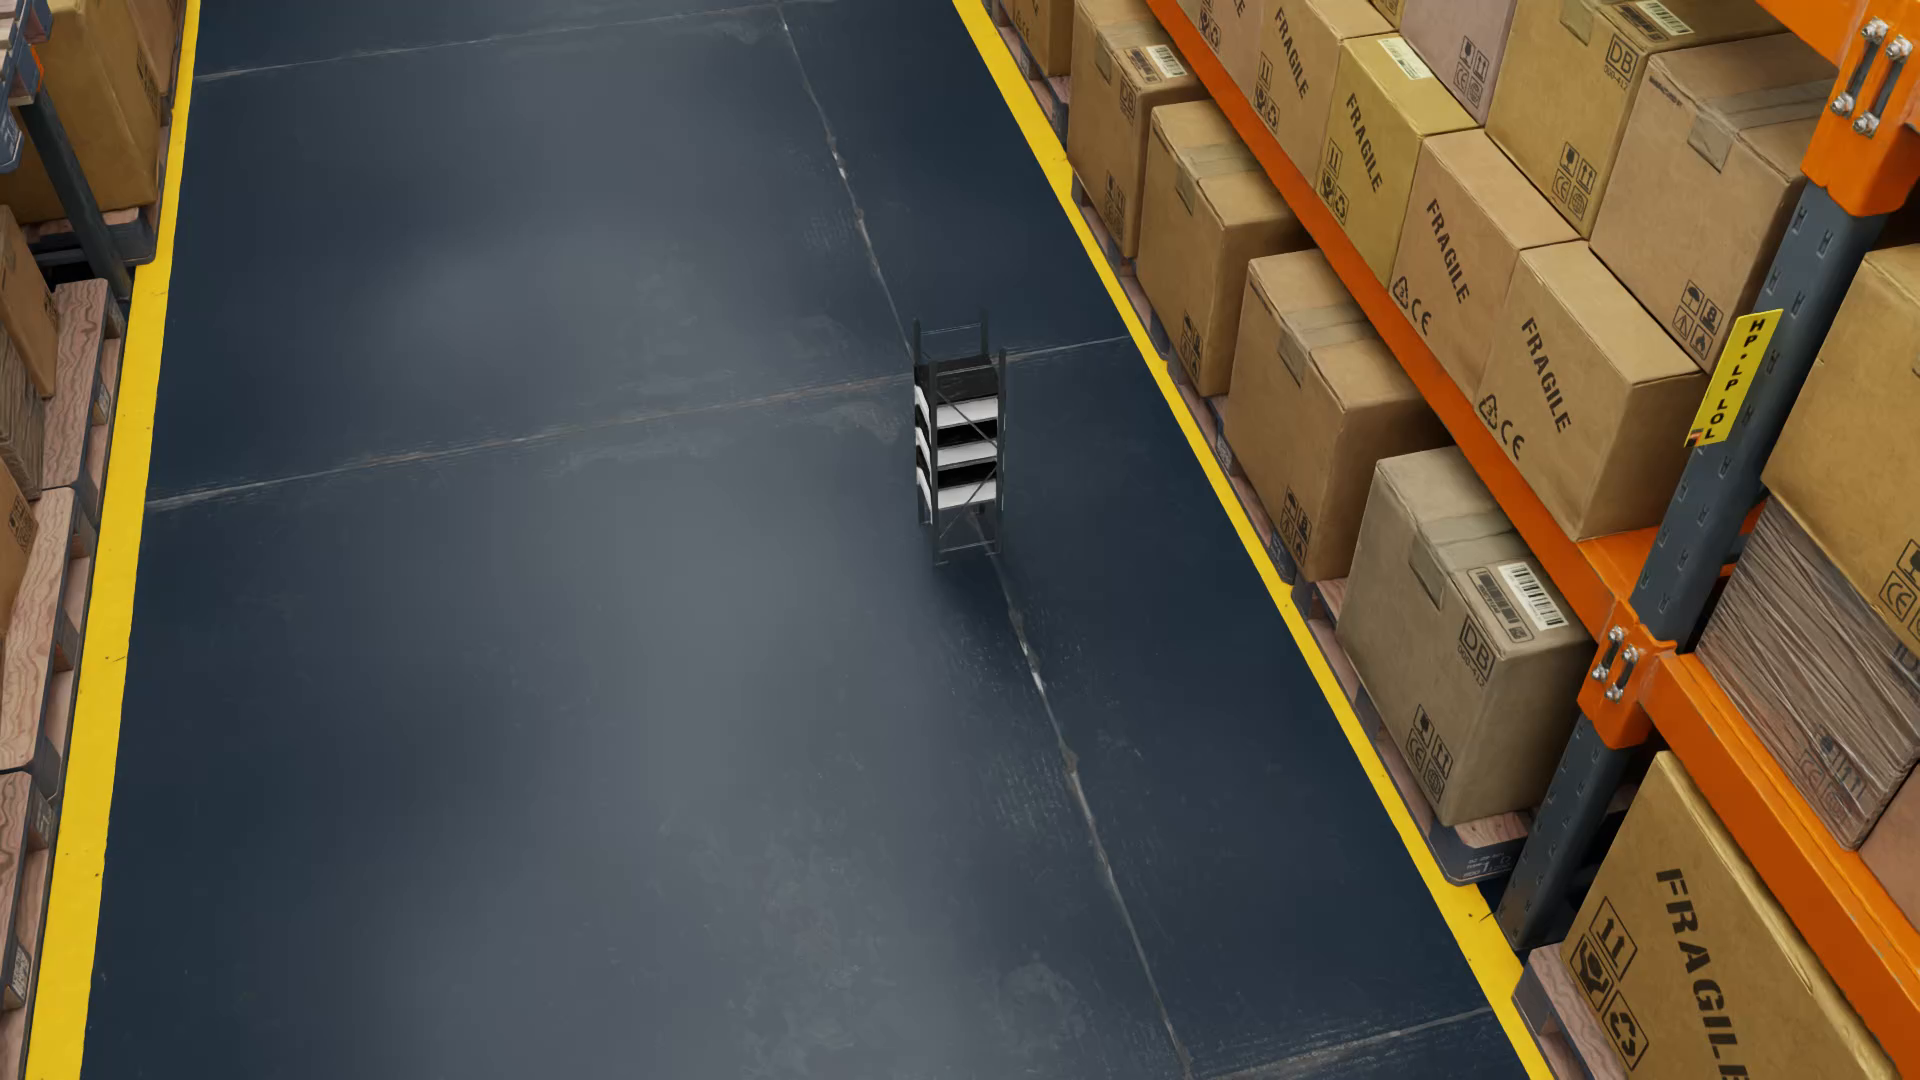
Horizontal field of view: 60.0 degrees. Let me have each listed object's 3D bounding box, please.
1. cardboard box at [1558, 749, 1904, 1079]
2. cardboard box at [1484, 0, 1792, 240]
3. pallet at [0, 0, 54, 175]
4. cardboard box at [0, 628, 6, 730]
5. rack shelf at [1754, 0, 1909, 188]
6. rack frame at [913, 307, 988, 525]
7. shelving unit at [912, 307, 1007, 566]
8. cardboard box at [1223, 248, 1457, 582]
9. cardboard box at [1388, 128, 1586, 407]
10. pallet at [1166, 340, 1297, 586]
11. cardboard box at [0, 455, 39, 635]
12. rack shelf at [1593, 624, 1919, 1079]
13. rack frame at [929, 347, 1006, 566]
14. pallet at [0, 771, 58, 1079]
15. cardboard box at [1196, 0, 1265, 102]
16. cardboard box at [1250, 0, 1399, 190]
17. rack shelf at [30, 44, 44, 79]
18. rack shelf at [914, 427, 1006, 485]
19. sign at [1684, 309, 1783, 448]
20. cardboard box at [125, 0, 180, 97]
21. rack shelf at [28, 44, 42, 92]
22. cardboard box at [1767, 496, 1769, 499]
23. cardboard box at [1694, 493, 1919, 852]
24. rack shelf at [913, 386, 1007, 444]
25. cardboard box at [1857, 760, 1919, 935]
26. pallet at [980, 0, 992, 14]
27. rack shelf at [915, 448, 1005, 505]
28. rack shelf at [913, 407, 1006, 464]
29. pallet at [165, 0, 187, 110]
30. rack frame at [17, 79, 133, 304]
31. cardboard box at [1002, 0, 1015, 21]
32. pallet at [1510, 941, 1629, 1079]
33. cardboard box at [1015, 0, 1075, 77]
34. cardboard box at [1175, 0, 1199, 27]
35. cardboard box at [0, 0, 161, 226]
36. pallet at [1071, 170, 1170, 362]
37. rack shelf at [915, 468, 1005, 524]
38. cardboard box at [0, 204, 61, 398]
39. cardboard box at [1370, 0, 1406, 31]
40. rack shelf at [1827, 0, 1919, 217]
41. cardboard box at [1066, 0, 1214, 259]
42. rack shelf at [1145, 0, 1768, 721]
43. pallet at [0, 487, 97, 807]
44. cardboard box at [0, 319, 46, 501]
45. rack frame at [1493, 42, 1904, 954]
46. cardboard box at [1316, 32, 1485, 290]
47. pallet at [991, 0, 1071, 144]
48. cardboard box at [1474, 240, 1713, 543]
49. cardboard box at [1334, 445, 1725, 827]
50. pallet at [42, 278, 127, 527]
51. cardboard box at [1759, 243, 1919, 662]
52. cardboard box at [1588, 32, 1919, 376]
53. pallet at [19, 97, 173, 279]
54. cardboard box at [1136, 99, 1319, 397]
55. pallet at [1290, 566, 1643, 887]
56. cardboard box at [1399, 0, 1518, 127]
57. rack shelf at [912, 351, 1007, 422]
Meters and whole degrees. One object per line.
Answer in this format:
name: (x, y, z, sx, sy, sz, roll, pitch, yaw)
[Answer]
cardboard box: (2.101, 1.009, 3.855, 0.875, 0.875, 0.875, -10, 46, -10)
cardboard box: (1.741, -1.116, 3.974, 0.700, 0.500, 0.500, -11, 47, -11)
pallet: (-3.552, -1.420, 5.175, 1.213, 0.211, 1.003, -11, 47, -10)
cardboard box: (-3.197, 0.377, 4.723, 0.700, 0.500, 0.500, -14, 47, -14)
rack shelf: (1.496, -2.214, 4.223, 1.077, 0.370, 4.000, -11, 47, -10)
rack frame: (-0.028, -0.391, 5.503, 0.240, 0.900, 0.006, -11, 47, -10)
shelving unit: (-0.002, -0.321, 5.434, 0.258, 0.900, 0.210, -11, 47, -10)
cardboard box: (1.518, -0.473, 5.395, 1.050, 0.750, 0.750, -11, 47, -10)
cardboard box: (1.486, -0.730, 4.295, 0.500, 0.500, 0.500, -11, 47, -11)
pallet: (1.421, -0.422, 6.015, 1.003, 0.211, 1.213, -11, 47, -10)
cardboard box: (-3.340, -0.009, 5.100, 0.700, 0.500, 0.500, -7, 46, -7)
rack shelf: (2.520, 1.598, 2.587, 1.077, 0.370, 4.000, -11, 47, -10)
rack frame: (0.024, -0.250, 5.365, 0.240, 0.900, 0.006, -11, 47, -10)
pallet: (-3.014, 1.241, 4.386, 1.003, 0.211, 1.213, -11, 47, -10)
cardboard box: (1.099, -1.773, 5.318, 0.500, 0.500, 0.500, -11, 47, -10)
cardboard box: (1.225, -1.429, 4.980, 0.500, 0.500, 0.500, -11, 47, -11)
rack shelf: (-4.349, -3.088, 7.180, 1.077, 0.370, 4.000, -11, 47, -10)
rack shelf: (-0.002, -0.297, 5.458, 0.258, 0.077, 0.200, -11, 47, -10)
sign: (1.486, -0.306, 3.195, 0.100, 0.325, 0.005, -11, 47, -10)
cardboard box: (-4.214, -2.460, 7.254, 1.225, 0.875, 0.875, -11, 47, -10)
rack shelf: (-3.325, -0.327, 4.474, 1.077, 0.370, 4.000, -11, 47, -10)
cardboard box: (2.133, -0.482, 4.052, 0.500, 0.500, 0.500, -10, 46, -10)
cardboard box: (2.114, 0.165, 3.383, 0.875, 0.550, 0.550, -11, 47, -10)
rack shelf: (-0.002, -0.423, 5.329, 0.258, 0.077, 0.200, -11, 47, -10)
cardboard box: (2.276, 0.541, 3.015, 0.875, 0.550, 0.550, -11, 47, -10)
pallet: (0.476, -3.201, 8.739, 1.003, 0.211, 1.213, -11, 47, -10)
rack shelf: (-0.002, -0.234, 5.522, 0.258, 0.077, 0.200, -11, 47, -10)
rack shelf: (-0.002, -0.360, 5.394, 0.258, 0.077, 0.200, -11, 47, -10)
pallet: (-4.275, -2.382, 7.937, 1.003, 0.211, 1.213, -11, 47, -10)
rack frame: (-3.837, -1.959, 5.570, 1.000, 3.000, 0.127, -11, 47, -10)
cardboard box: (0.433, -2.834, 7.883, 0.500, 0.500, 0.500, -9, 46, -9)
pallet: (2.127, 1.481, 4.151, 1.003, 0.211, 1.213, -11, 47, -10)
cardboard box: (0.562, -2.475, 7.531, 0.500, 0.500, 0.500, -11, 47, -11)
cardboard box: (0.970, -2.121, 5.659, 0.500, 0.500, 0.500, -11, 47, -11)
cardboard box: (-3.994, -1.843, 6.649, 1.225, 0.875, 0.875, -13, 47, -12)
pallet: (1.113, -1.262, 6.839, 1.003, 0.211, 1.213, -11, 47, -10)
rack shelf: (-0.002, -0.171, 5.586, 0.258, 0.077, 0.200, -11, 47, -10)
cardboard box: (-3.646, -0.779, 5.856, 0.700, 0.500, 0.500, -13, 47, -12)
cardboard box: (1.484, -1.814, 4.657, 0.700, 0.500, 0.500, -11, 47, -11)
rack shelf: (2.520, 0.548, 1.516, 1.077, 0.370, 4.000, -11, 47, -10)
cardboard box: (1.053, -1.719, 6.616, 1.050, 0.750, 0.750, -11, 47, -11)
rack shelf: (1.496, -1.164, 5.294, 1.077, 0.370, 4.000, -11, 47, -10)
pallet: (-3.330, 0.397, 5.213, 1.003, 0.211, 1.213, -11, 47, -10)
cardboard box: (-3.492, -0.399, 5.483, 0.700, 0.500, 0.500, -14, 47, -14)
rack frame: (2.008, -0.035, 3.684, 1.000, 3.000, 0.127, -11, 47, -10)
cardboard box: (1.357, -1.079, 4.637, 0.500, 0.500, 0.500, -10, 46, -10)
pallet: (0.785, -2.360, 7.915, 1.003, 0.211, 1.213, -11, 47, -10)
cardboard box: (1.616, -0.381, 3.953, 0.500, 0.500, 0.500, -11, 47, -11)
cardboard box: (1.762, 0.194, 4.741, 1.050, 0.750, 0.750, -11, 47, -11)
pallet: (-3.638, -0.443, 6.037, 1.003, 0.211, 1.213, -11, 47, -10)
cardboard box: (2.069, -0.204, 2.989, 0.875, 0.550, 0.550, -11, 47, -10)
cardboard box: (1.875, -0.761, 3.626, 0.700, 0.500, 0.500, -11, 47, -11)
pallet: (-3.966, -1.541, 7.113, 1.003, 0.211, 1.213, -11, 47, -10)
cardboard box: (1.280, -1.116, 6.025, 1.050, 0.750, 0.750, -10, 46, -10)
pallet: (1.737, 0.422, 5.188, 1.003, 0.211, 1.213, -11, 47, -10)
cardboard box: (1.612, -1.465, 4.315, 0.700, 0.500, 0.500, -10, 46, -10)
rack shelf: (-0.002, -0.486, 5.265, 0.258, 0.077, 0.200, -11, 47, -10)
